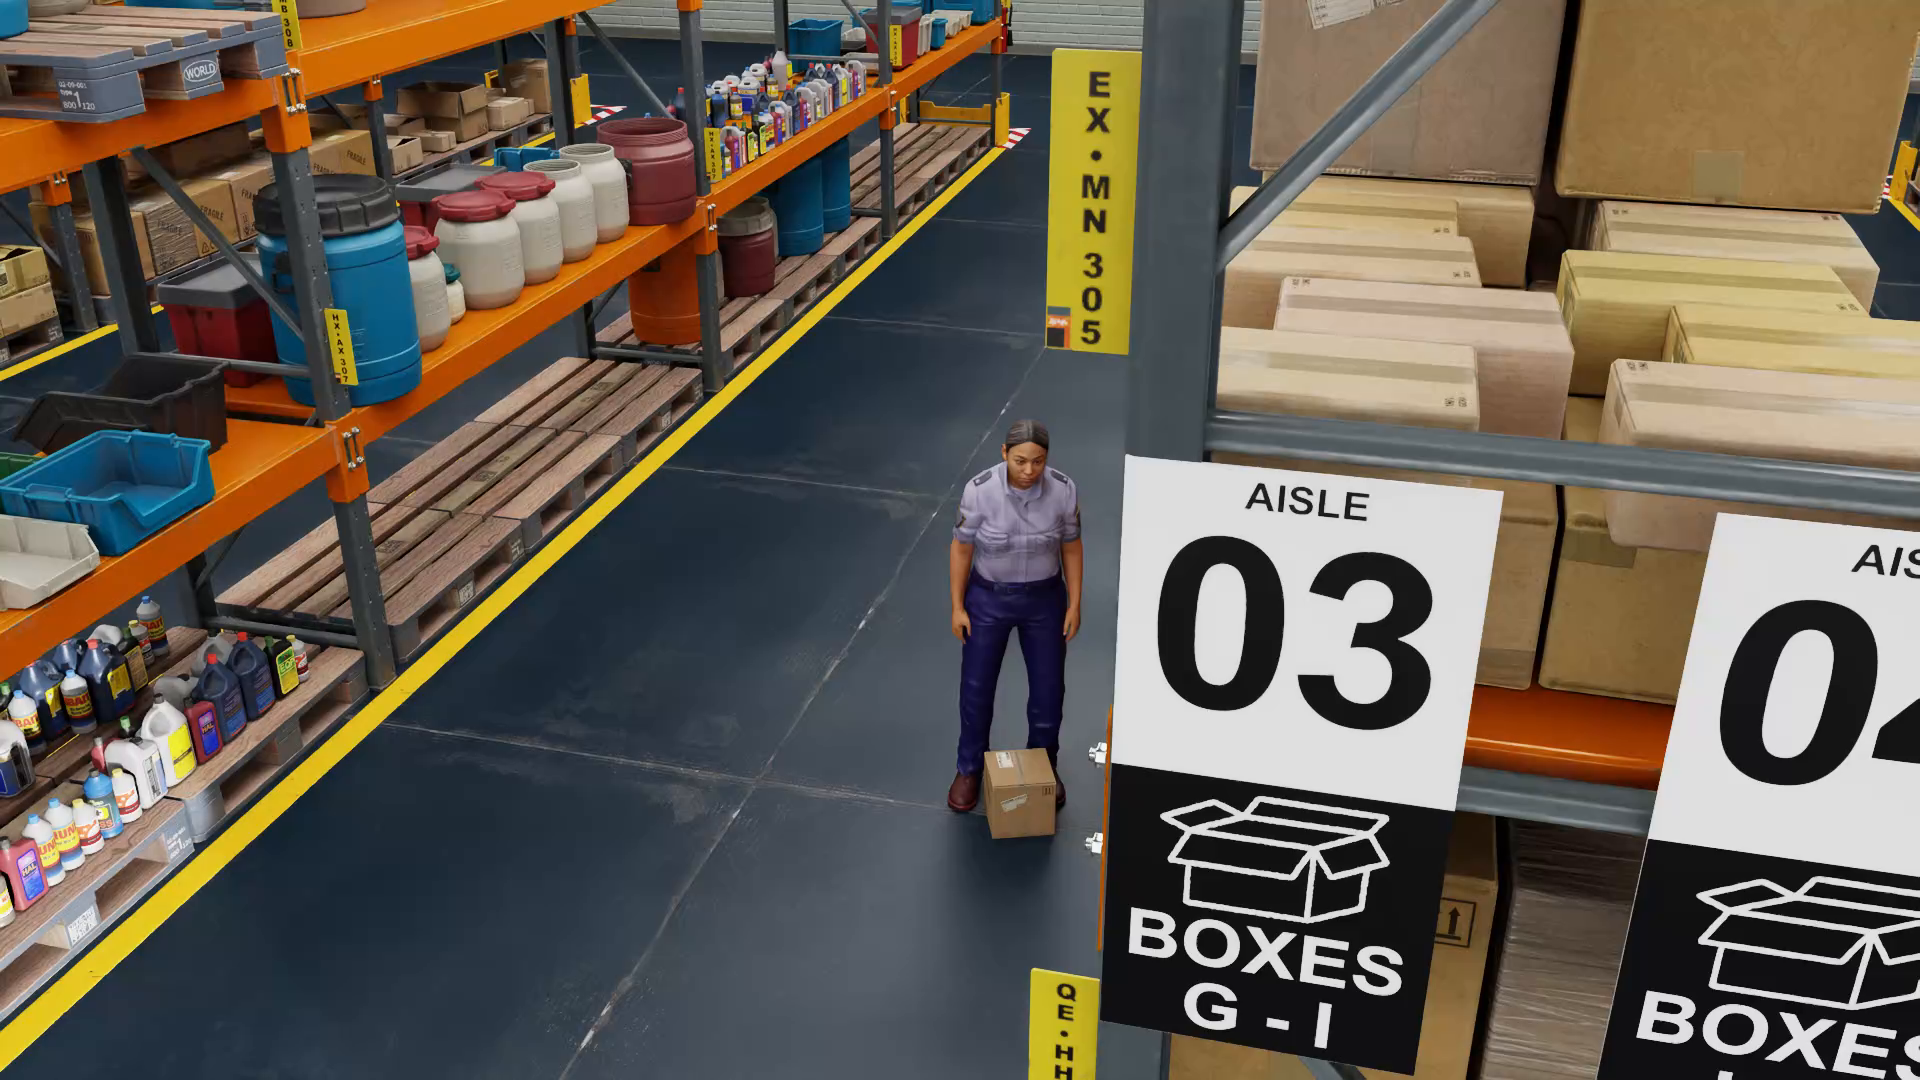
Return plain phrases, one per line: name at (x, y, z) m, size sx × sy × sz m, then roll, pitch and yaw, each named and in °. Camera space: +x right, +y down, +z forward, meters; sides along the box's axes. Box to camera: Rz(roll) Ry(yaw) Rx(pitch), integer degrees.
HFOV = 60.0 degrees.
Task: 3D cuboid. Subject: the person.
person at (0.213, 0.279, 6.548) m, size 0.544 × 1.639 × 0.369 m, roll -2°, pitch 26°, yaw -4°
